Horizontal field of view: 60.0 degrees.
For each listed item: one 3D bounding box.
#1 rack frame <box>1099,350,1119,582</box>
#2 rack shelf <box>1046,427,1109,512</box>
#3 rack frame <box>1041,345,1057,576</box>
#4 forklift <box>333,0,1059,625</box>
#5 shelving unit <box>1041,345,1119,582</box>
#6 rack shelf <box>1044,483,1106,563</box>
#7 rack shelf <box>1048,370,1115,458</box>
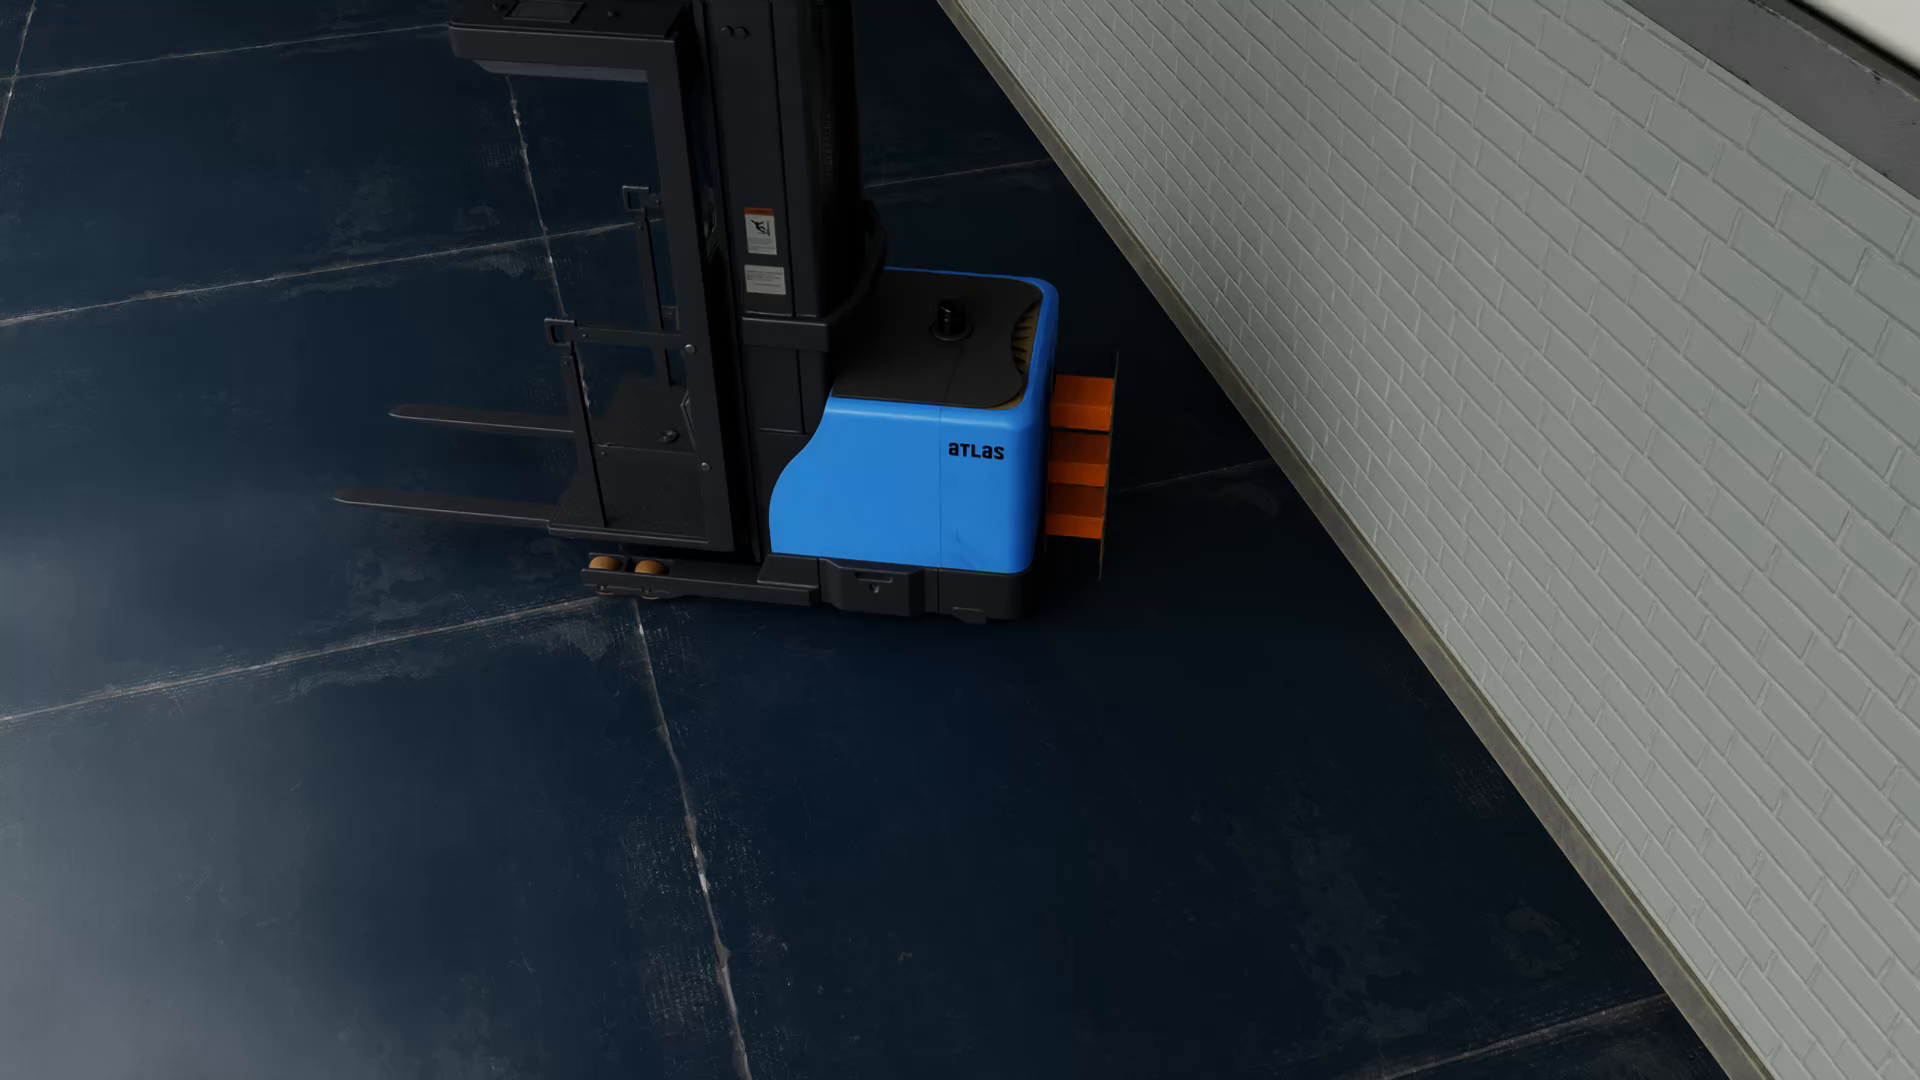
[{"bbox_3d":[0.605,-0.285,6.778,0.008,1.050,0.200,5,41,6],"label":"rack frame"},{"bbox_3d":[0.484,-0.287,6.797,0.240,0.259,0.215,5,41,6],"label":"rack shelf"},{"bbox_3d":[0.364,-0.306,6.803,0.008,1.050,0.200,5,41,6],"label":"rack frame"},{"bbox_3d":[-1.139,-1.193,6.388,3.031,2.935,1.130,5,41,6],"label":"forklift"},{"bbox_3d":[0.484,-0.295,6.790,0.252,1.050,0.215,5,41,6],"label":"shelving unit"},{"bbox_3d":[0.484,-0.078,6.980,0.240,0.259,0.215,5,41,6],"label":"rack shelf"},{"bbox_3d":[0.484,-0.501,6.610,0.240,0.259,0.215,5,41,6],"label":"rack shelf"}]
